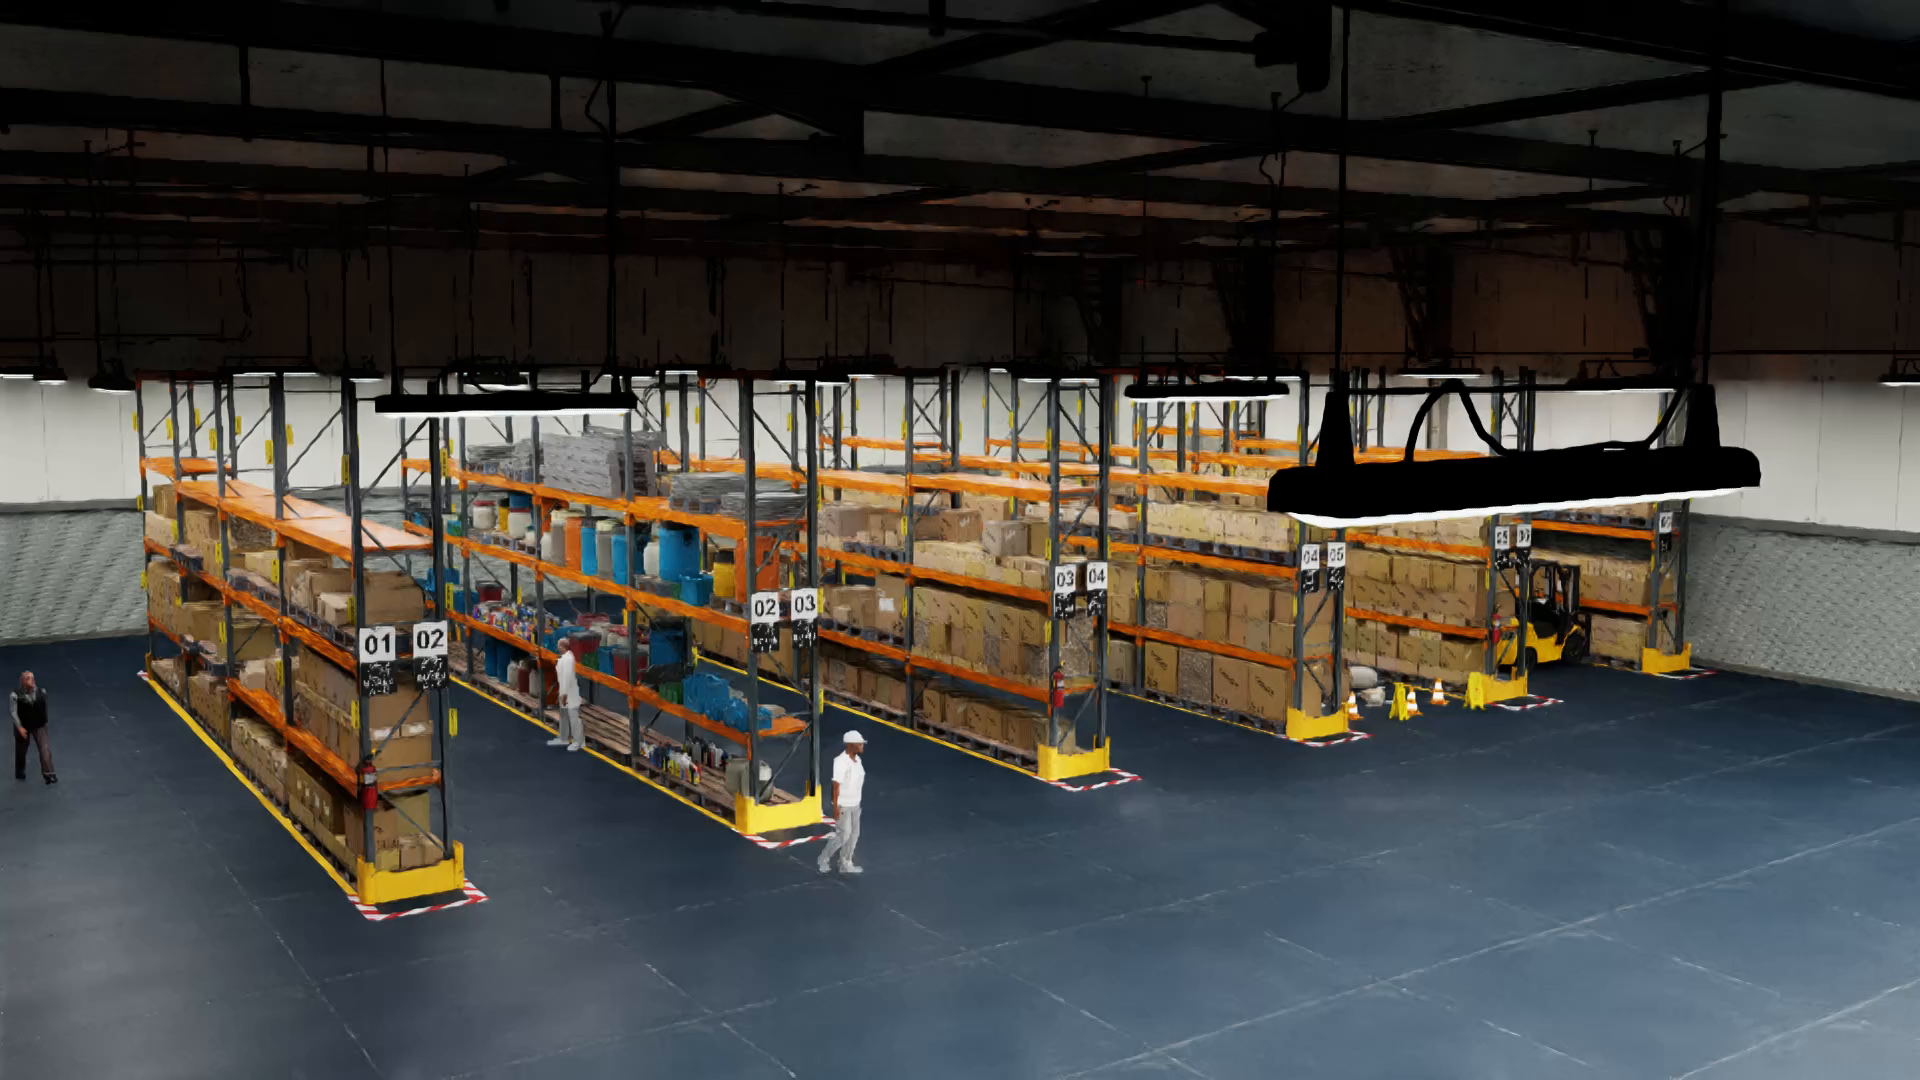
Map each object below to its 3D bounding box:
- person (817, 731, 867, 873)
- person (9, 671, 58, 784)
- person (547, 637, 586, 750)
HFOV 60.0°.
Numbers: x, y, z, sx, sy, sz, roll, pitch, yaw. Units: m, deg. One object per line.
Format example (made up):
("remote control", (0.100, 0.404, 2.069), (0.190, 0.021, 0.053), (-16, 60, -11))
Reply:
("person", (-1.433, 3.186, 20.222), (0.579, 1.754, 0.612), (2, 7, 21))
("person", (-13.662, 2.743, 24.428), (0.537, 1.665, 1.028), (-6, 9, -42))
("person", (-6.264, 2.417, 26.584), (0.499, 1.746, 0.647), (-2, 7, -16))
